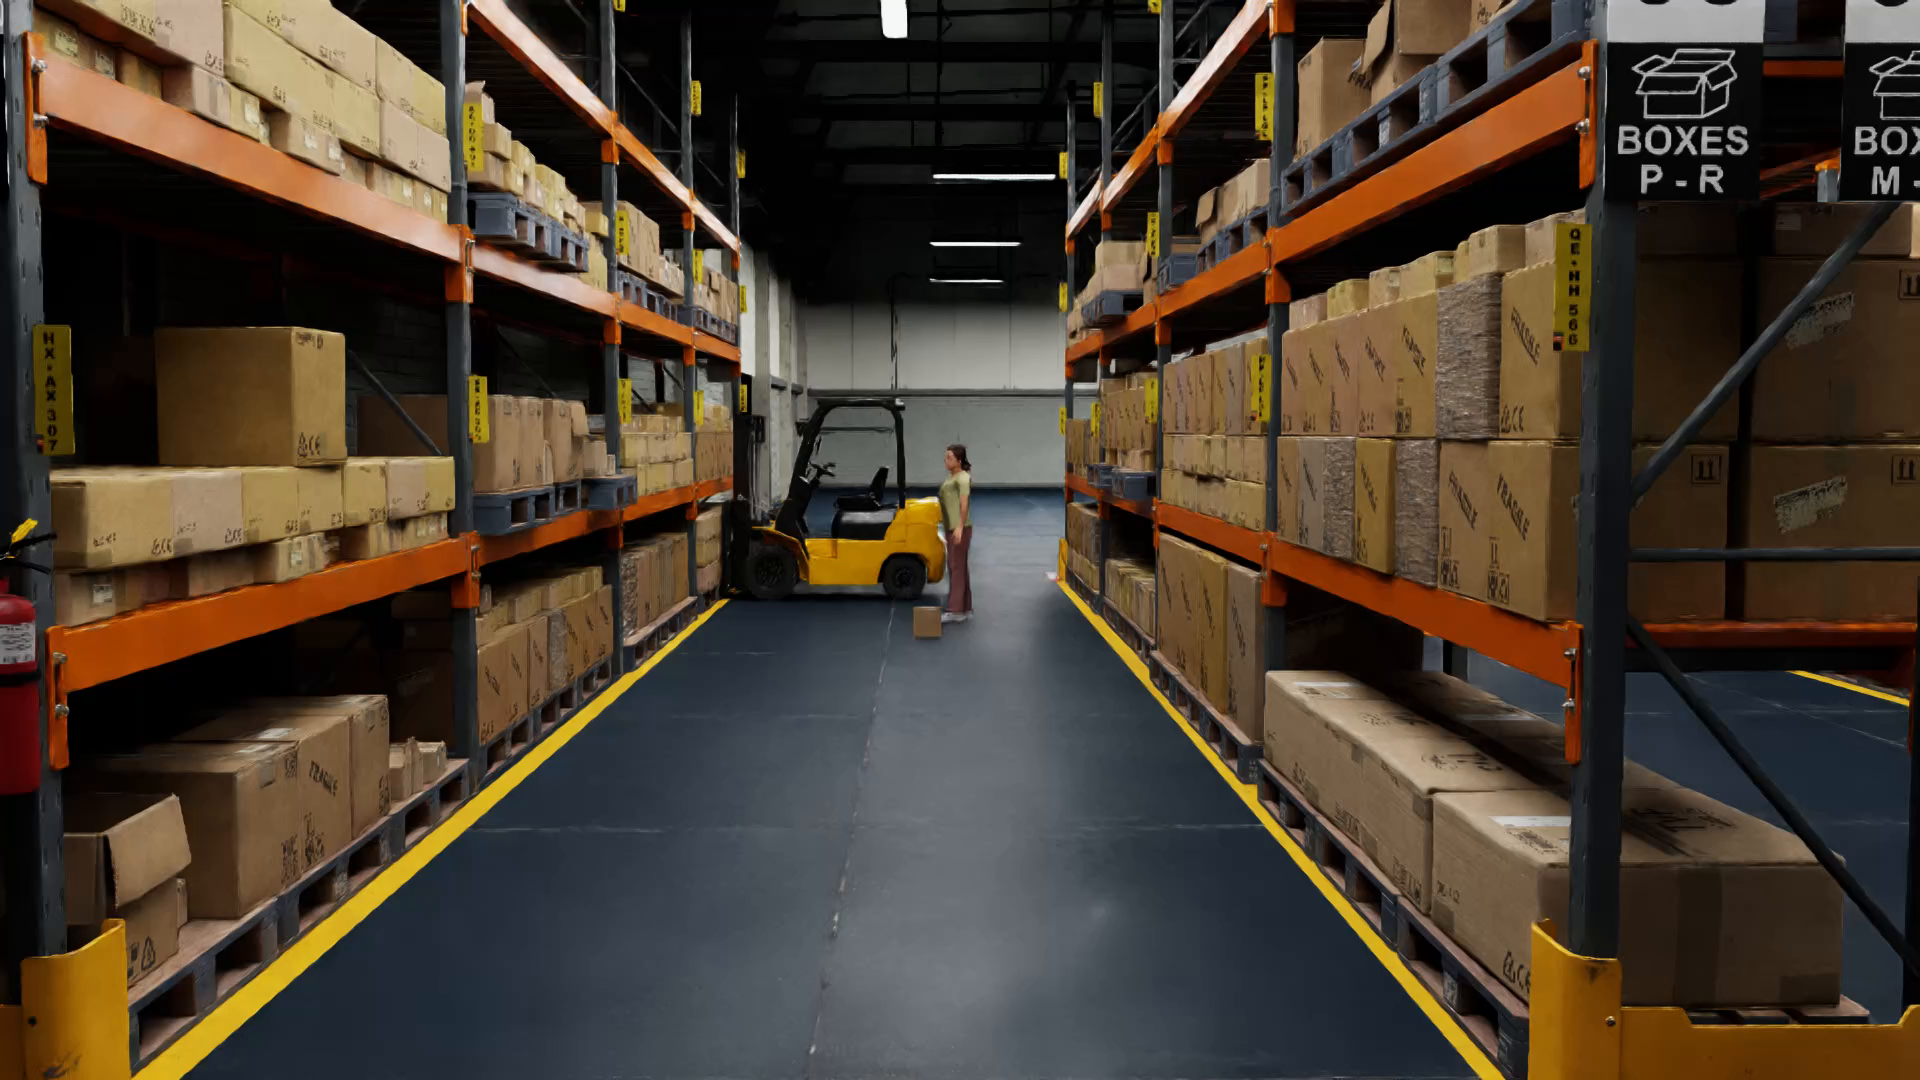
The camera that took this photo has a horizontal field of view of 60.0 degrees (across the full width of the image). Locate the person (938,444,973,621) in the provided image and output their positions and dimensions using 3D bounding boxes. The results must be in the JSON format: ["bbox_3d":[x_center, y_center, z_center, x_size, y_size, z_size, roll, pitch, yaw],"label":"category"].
[{"bbox_3d":[-0.063,0.050,15.777,0.441,1.428,0.584,-1,4,-14],"label":"person"}]
